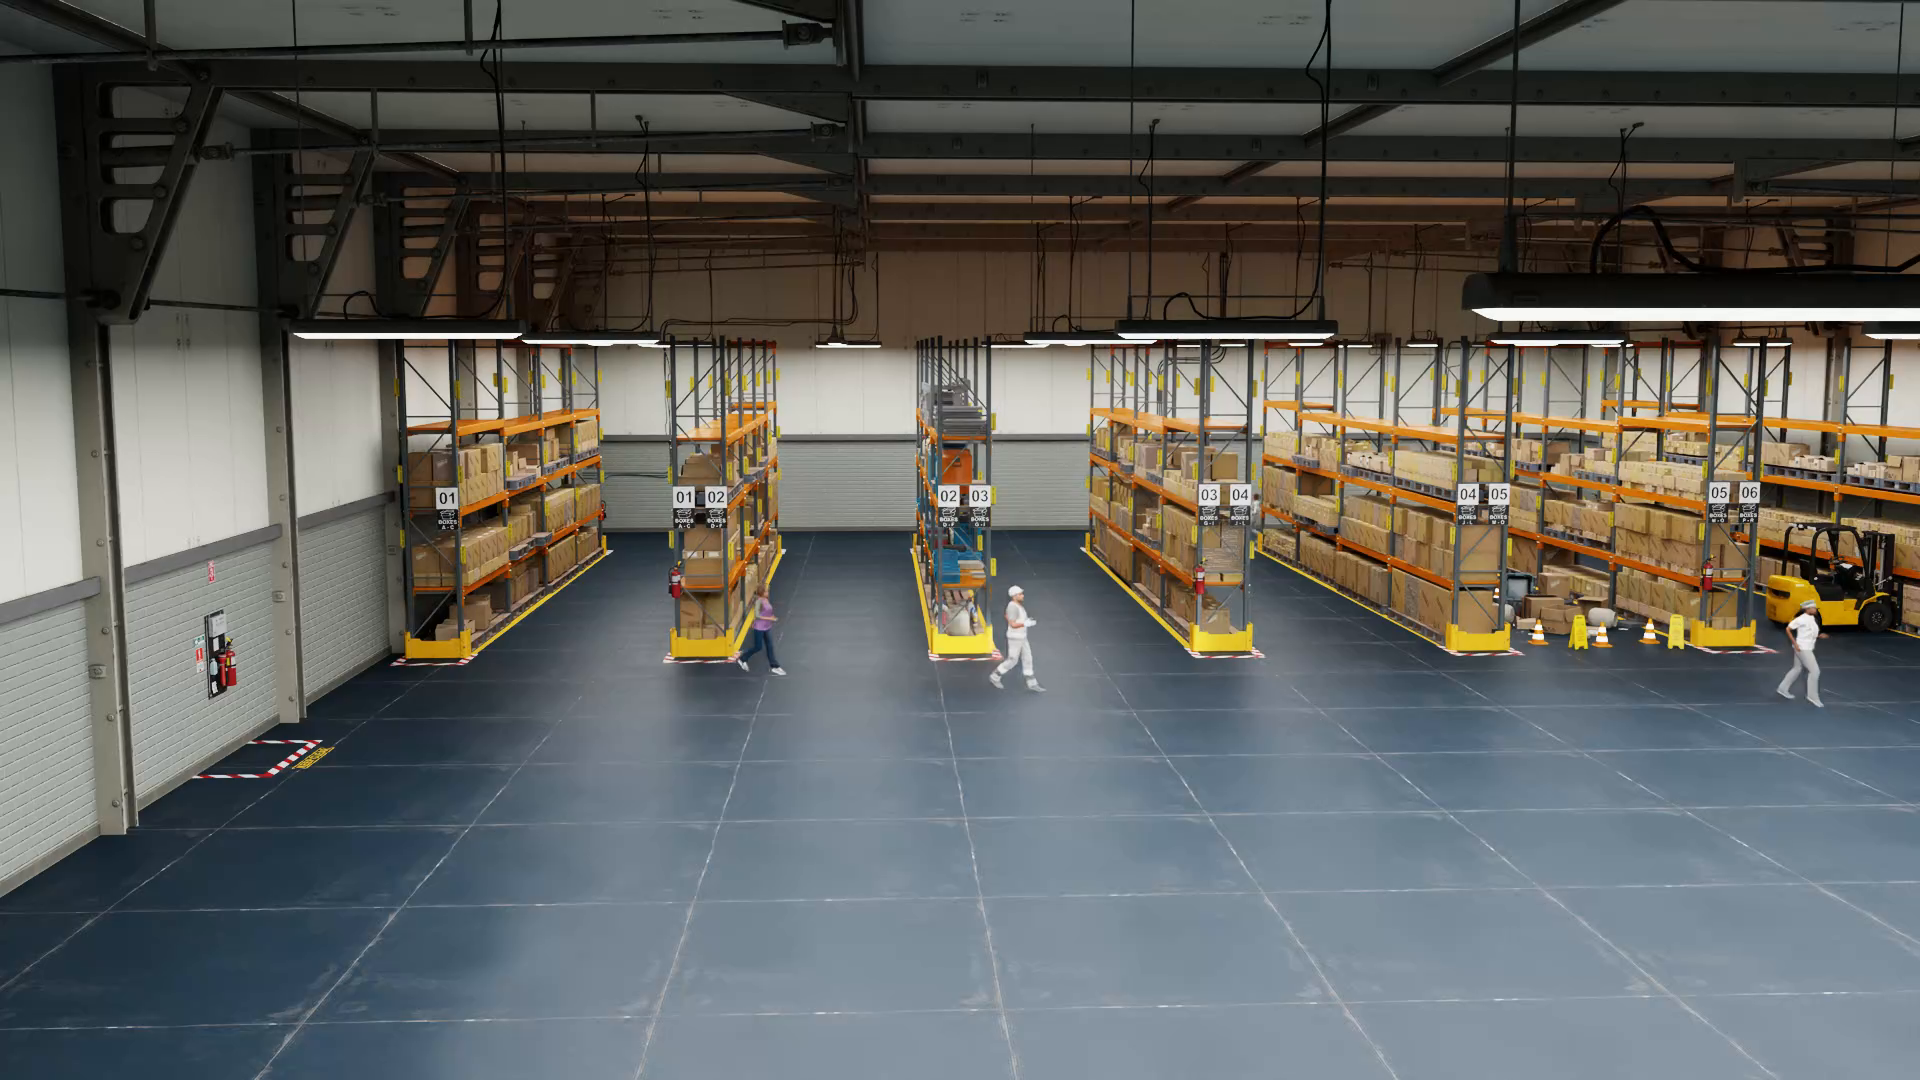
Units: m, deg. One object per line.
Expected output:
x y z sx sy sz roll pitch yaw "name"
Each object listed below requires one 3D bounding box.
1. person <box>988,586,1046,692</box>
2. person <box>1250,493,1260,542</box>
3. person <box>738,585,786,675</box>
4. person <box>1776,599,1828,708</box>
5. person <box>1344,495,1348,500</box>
0.955 1.653 27.741 0.968 1.787 0.647 2 7 16 "person"
8.604 -0.622 49.200 0.727 1.527 0.655 1 7 9 "person"
-3.502 1.578 29.342 0.894 1.596 0.556 2 7 19 "person"
13.720 1.815 27.033 0.744 1.742 0.565 5 8 37 "person"
10.835 -0.397 46.495 0.547 1.715 0.843 -1 7 -7 "person"
